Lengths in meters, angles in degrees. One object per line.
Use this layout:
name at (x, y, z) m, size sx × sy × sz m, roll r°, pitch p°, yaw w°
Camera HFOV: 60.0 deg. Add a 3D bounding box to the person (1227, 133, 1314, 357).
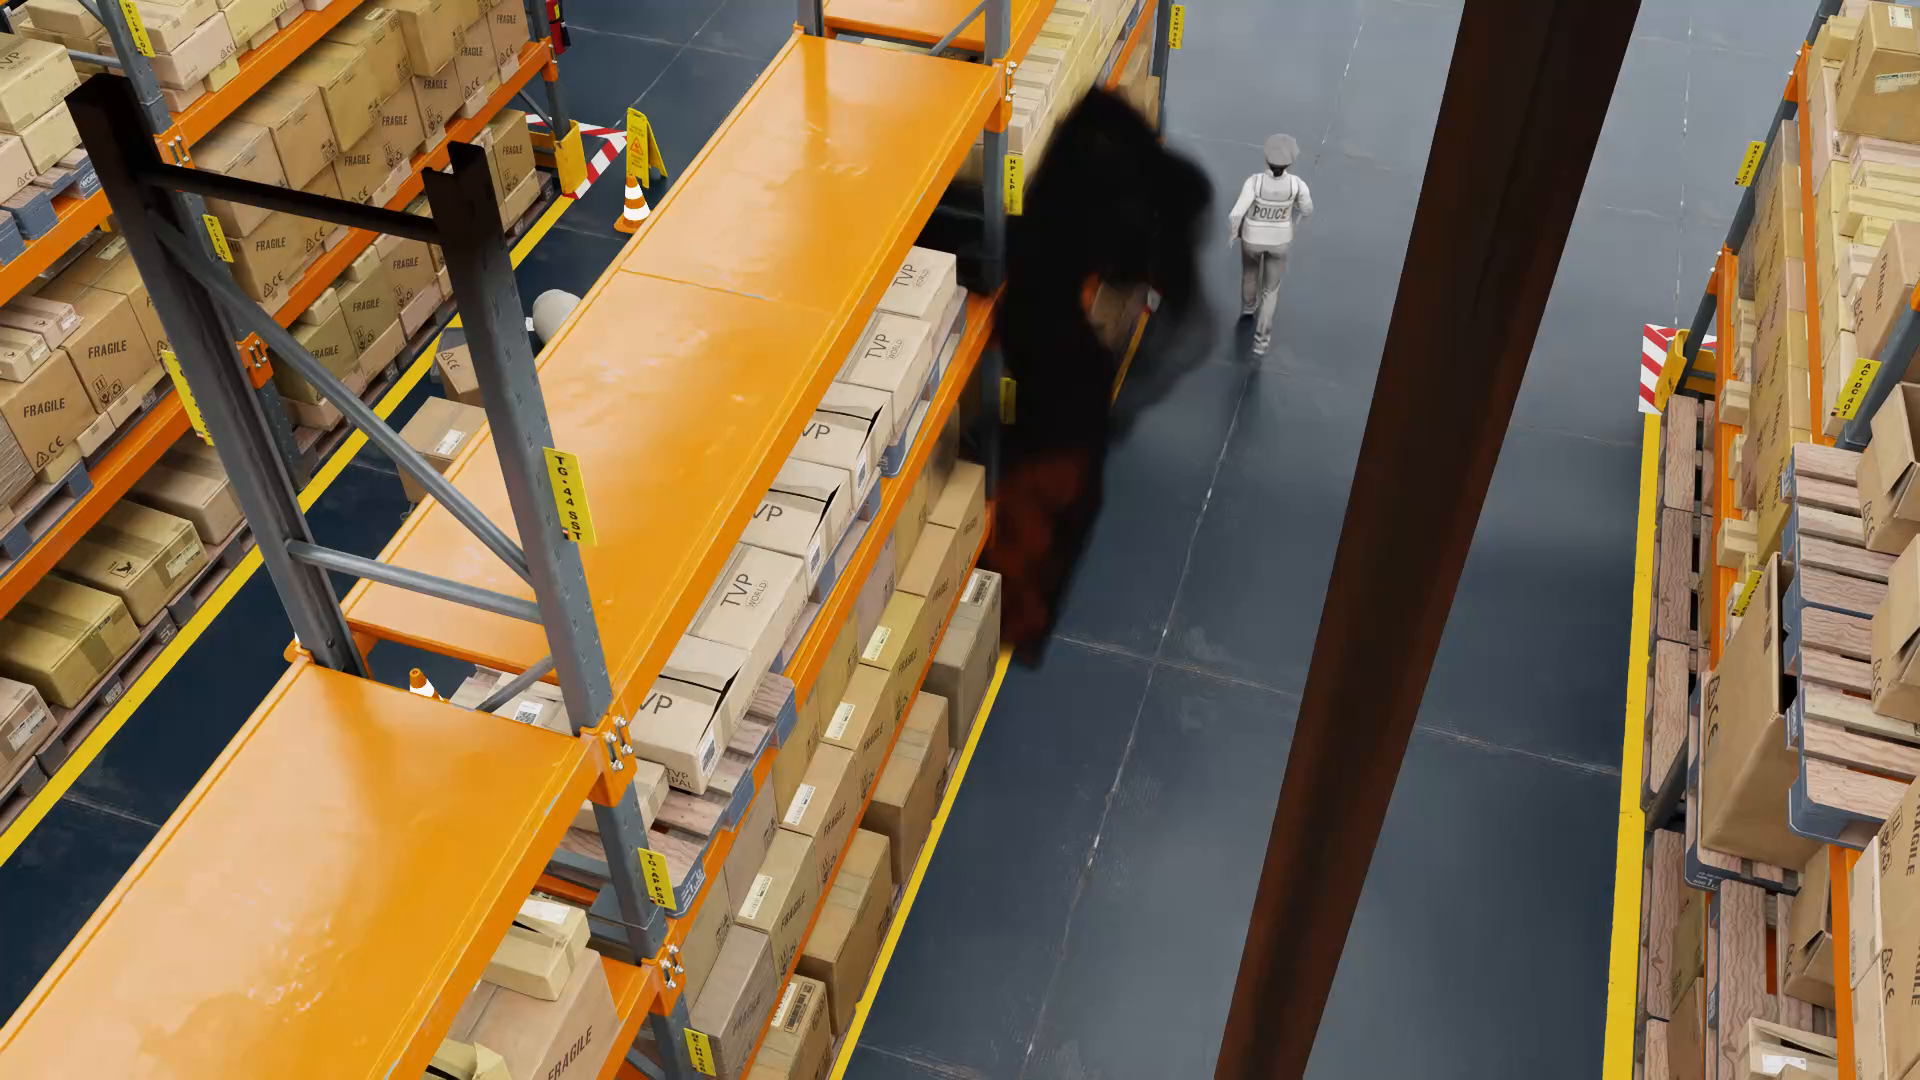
person at (2.204, -2.130, 11.989) m, size 0.597 × 1.703 × 0.919 m, roll 7°, pitch 46°, yaw 7°
